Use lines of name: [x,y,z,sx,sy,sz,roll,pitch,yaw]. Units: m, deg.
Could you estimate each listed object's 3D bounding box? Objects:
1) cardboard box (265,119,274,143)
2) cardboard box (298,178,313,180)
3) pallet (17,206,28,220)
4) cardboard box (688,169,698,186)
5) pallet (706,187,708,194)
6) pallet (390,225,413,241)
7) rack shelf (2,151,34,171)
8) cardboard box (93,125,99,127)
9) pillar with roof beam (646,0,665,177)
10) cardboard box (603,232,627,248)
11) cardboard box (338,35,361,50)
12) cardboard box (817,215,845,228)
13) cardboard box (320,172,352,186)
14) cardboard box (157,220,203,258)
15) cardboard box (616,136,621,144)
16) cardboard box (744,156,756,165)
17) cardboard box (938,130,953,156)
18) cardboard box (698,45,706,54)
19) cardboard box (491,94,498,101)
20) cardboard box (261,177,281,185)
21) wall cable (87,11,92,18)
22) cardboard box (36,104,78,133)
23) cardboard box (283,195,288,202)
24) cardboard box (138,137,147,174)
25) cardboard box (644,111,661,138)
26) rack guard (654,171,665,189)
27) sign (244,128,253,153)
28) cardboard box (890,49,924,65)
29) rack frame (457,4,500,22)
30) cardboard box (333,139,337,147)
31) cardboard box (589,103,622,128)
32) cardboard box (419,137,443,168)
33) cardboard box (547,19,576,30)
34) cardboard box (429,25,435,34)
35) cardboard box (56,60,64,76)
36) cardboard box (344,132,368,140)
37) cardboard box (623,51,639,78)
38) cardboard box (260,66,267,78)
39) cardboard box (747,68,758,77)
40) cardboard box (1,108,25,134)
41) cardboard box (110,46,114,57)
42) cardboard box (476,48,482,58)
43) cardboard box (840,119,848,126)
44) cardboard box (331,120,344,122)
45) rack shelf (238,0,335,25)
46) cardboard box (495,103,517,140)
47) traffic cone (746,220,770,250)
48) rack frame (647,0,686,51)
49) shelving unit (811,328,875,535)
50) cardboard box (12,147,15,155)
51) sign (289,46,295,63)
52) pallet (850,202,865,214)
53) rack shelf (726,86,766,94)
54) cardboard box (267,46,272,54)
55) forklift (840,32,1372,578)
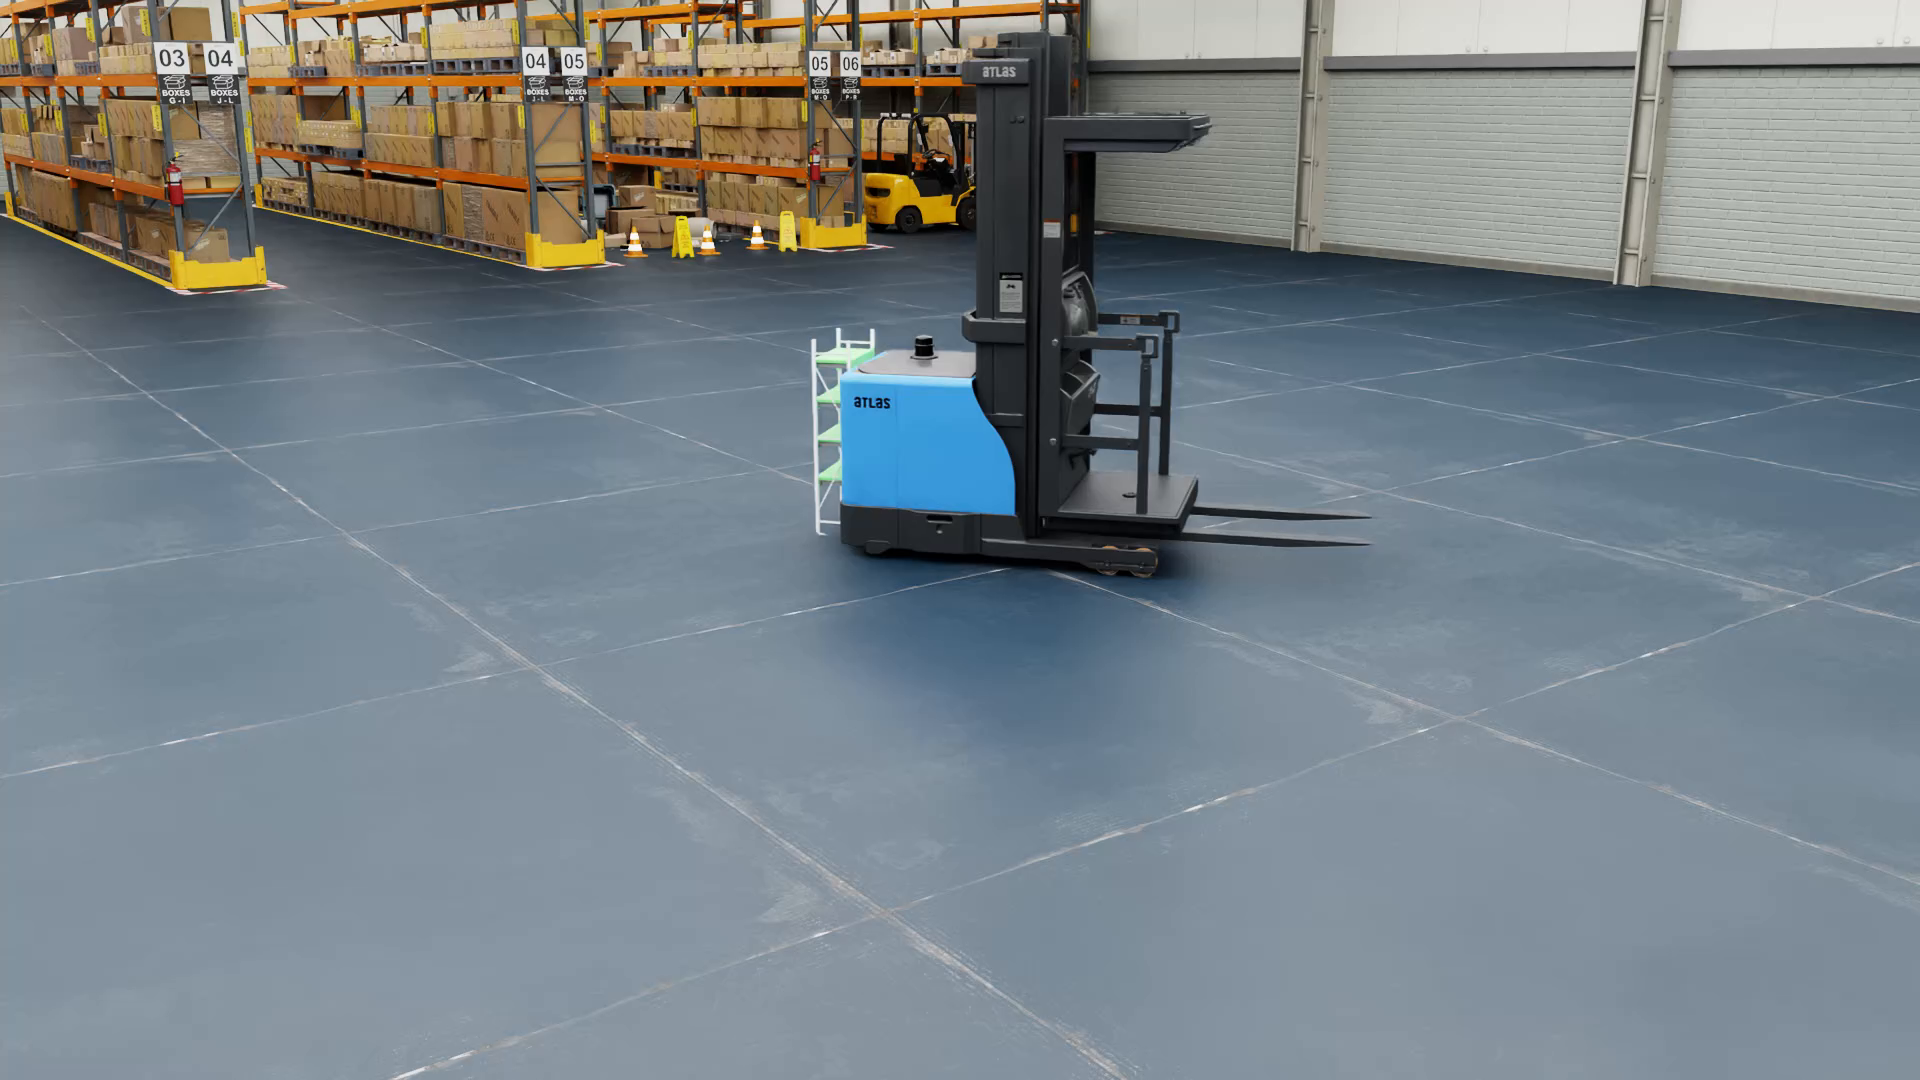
cardboard box: [-14.812,-8.936,36.289,0.500,0.500,0.500,-11,19,-34]
cardboard box: [-14.492,-7.977,37.017,0.380,0.149,0.250,-12,19,-37]
pallet: [-19.004,-6.848,34.696,1.003,0.211,1.213,-11,19,-35]
cardboard box: [-6.524,-9.195,41.930,0.500,0.500,0.500,-10,18,-34]
pallet: [-5.560,-8.608,41.129,1.003,0.211,1.213,-11,19,-35]
pallet: [-9.646,-5.606,30.159,1.003,0.211,1.213,-11,19,-35]
rack shelf: [-18.361,-7.577,33.442,1.077,0.370,4.000,-11,19,-35]
cardboard box: [-14.075,-6.681,27.819,0.700,0.500,0.500,-8,17,-26]
pillar with roof beam: [-11.847,-13.602,42.726,9.100,9.000,0.400,-11,19,-35]
cardboard box: [-5.910,-5.137,28.343,0.396,0.266,0.258,-7,17,-25]
cardboard box: [-11.524,-9.409,31.449,0.396,0.266,0.258,-11,19,-35]
cardboard box: [-2.364,-5.564,29.138,0.500,0.250,0.500,-11,19,-35]
cardboard box: [-12.578,-7.292,33.555,0.500,0.250,0.500,-10,18,-33]
cardboard box: [-11.507,-4.453,24.602,0.500,0.500,0.500,-13,20,-39]
cardboard box: [-6.777,-8.164,33.904,0.380,0.149,0.250,-12,19,-38]
cardboard box: [-3.625,-6.765,29.586,0.380,0.149,0.250,-11,19,-35]
cardboard box: [-0.083,-7.903,33.078,0.500,0.500,0.500,-10,18,-34]
cardboard box: [-4.545,-8.919,30.266,0.380,0.149,0.250,-11,19,-36]
cardboard box: [-10.659,-10.276,38.628,0.380,0.149,0.250,-11,19,-36]
cardboard box: [-15.433,-8.049,37.282,0.380,0.149,0.250,-12,19,-37]
wall cable: [-20.074,-14.539,40.056,2.277,5.999,0.120,-11,19,-35]
cardboard box: [-16.803,-7.894,31.147,0.797,0.503,0.637,-11,19,-36]
cardboard box: [-14.496,-7.437,36.172,0.380,0.149,0.250,-11,19,-35]
cardboard box: [-11.081,-5.450,23.553,0.875,0.500,0.500,-11,19,-35]
cardboard box: [-5.823,-8.113,32.488,0.500,0.500,0.500,-12,19,-37]
rack guard: [-7.464,-9.439,43.616,1.175,0.500,0.348,-11,19,-35]
sign: [-9.691,-5.437,22.617,0.100,0.325,0.005,-11,19,-35]
cardboard box: [-1.076,-9.870,33.956,0.500,0.311,0.500,-12,19,-36]
rack frame: [-11.521,-12.783,39.735,1.000,3.000,0.127,-11,19,-35]
cardboard box: [-11.864,-7.669,32.093,0.380,0.149,0.250,-11,19,-35]
cardboard box: [-7.333,-8.782,34.395,0.500,0.500,0.500,-11,19,-36]
cardboard box: [-8.933,-6.655,28.521,0.500,0.500,0.500,-11,19,-35]
cardboard box: [-5.997,-7.765,25.062,0.380,0.149,0.250,-11,19,-34]
cardboard box: [-8.471,-8.368,27.265,0.380,0.149,0.250,-11,19,-34]
cardboard box: [-14.763,-7.878,27.778,0.500,0.250,0.500,-10,18,-34]
cardboard box: [-11.421,-7.651,31.465,0.380,0.149,0.250,-10,18,-33]
cardboard box: [-6.268,-9.472,33.131,0.700,0.500,0.500,-11,19,-35]
cardboard box: [-14.789,-10.117,35.962,0.500,0.250,0.500,-12,19,-36]
cardboard box: [-3.489,-8.152,28.974,0.380,0.149,0.250,-11,19,-35]
cardboard box: [-19.180,-8.533,33.871,0.500,0.500,0.500,-11,19,-36]
cardboard box: [-12.185,-7.131,24.294,0.380,0.149,0.250,-11,19,-34]
cardboard box: [-7.275,-7.549,25.785,0.380,0.149,0.250,-11,19,-34]
cardboard box: [-2.362,-9.038,35.999,0.380,0.149,0.250,-11,19,-34]
cardboard box: [-12.720,-8.558,34.217,0.380,0.149,0.250,-10,18,-32]
rack shelf: [-14.290,-11.218,35.384,1.077,0.370,4.000,-11,19,-35]
cardboard box: [-6.643,-6.465,25.684,0.875,0.550,0.550,-11,19,-35]
traffic cone: [-3.410,-5.141,27.983,0.336,0.463,0.334,-11,19,-35]
rack frame: [-7.509,-13.554,42.553,1.000,3.000,0.127,-11,19,-35]
shelving unit: [-0.706,-0.668,10.244,0.258,1.200,0.503,4,16,13]
cardboard box: [-18.838,-7.829,33.474,0.380,0.149,0.250,-11,19,-35]
sign: [-13.548,-9.856,33.742,0.100,0.325,0.005,-11,19,-35]
pallet: [-1.639,-7.165,35.856,1.003,0.211,1.213,-11,19,-35]
rack shelf: [-3.981,-10.479,38.363,1.077,0.370,4.000,-11,19,-35]
cardboard box: [-14.466,-10.401,35.295,0.380,0.149,0.250,-11,19,-35]
forklift: [0.871,-1.357,9.483,3.031,2.935,1.130,4,16,13]
